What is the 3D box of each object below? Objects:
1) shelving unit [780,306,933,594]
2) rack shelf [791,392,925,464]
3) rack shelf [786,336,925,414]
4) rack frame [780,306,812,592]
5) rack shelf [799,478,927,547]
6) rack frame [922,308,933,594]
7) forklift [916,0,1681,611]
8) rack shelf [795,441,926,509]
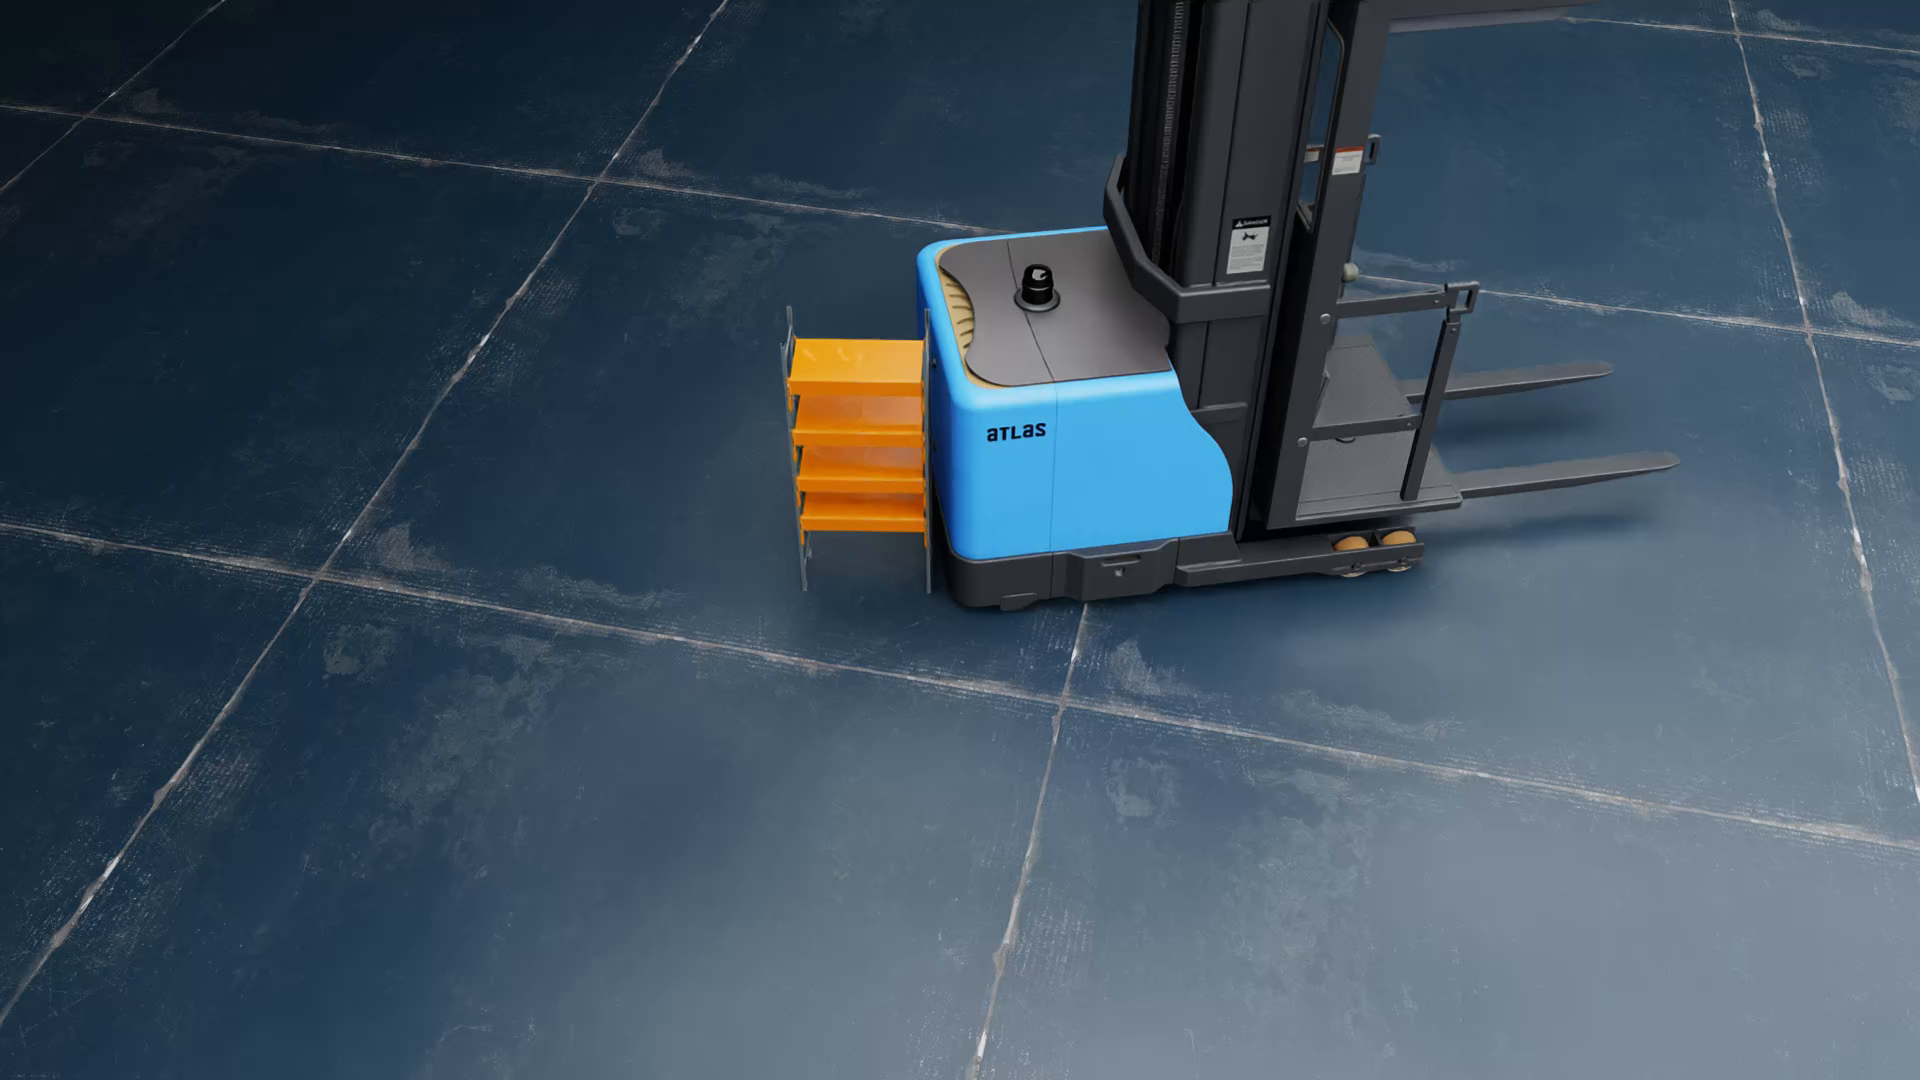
[{"bbox_3d":[-0.363,-0.308,6.205,0.503,1.200,0.258,1,44,1],"label":"shelving unit"},{"bbox_3d":[-0.363,-0.420,6.096,0.480,0.148,0.258,1,44,1],"label":"rack shelf"},{"bbox_3d":[-0.363,-0.591,5.932,0.480,0.148,0.258,1,44,1],"label":"rack shelf"},{"bbox_3d":[-0.607,-0.312,6.209,0.015,1.200,0.240,1,44,1],"label":"rack frame"},{"bbox_3d":[-0.363,-0.116,6.389,0.480,0.148,0.258,1,44,1],"label":"rack shelf"},{"bbox_3d":[-0.119,-0.303,6.200,0.015,1.200,0.240,1,44,1],"label":"rack frame"},{"bbox_3d":[1.382,-1.265,5.951,3.031,2.935,1.130,-7,44,-7],"label":"forklift"},{"bbox_3d":[-0.363,-0.259,6.251,0.480,0.148,0.258,1,44,1],"label":"rack shelf"}]
